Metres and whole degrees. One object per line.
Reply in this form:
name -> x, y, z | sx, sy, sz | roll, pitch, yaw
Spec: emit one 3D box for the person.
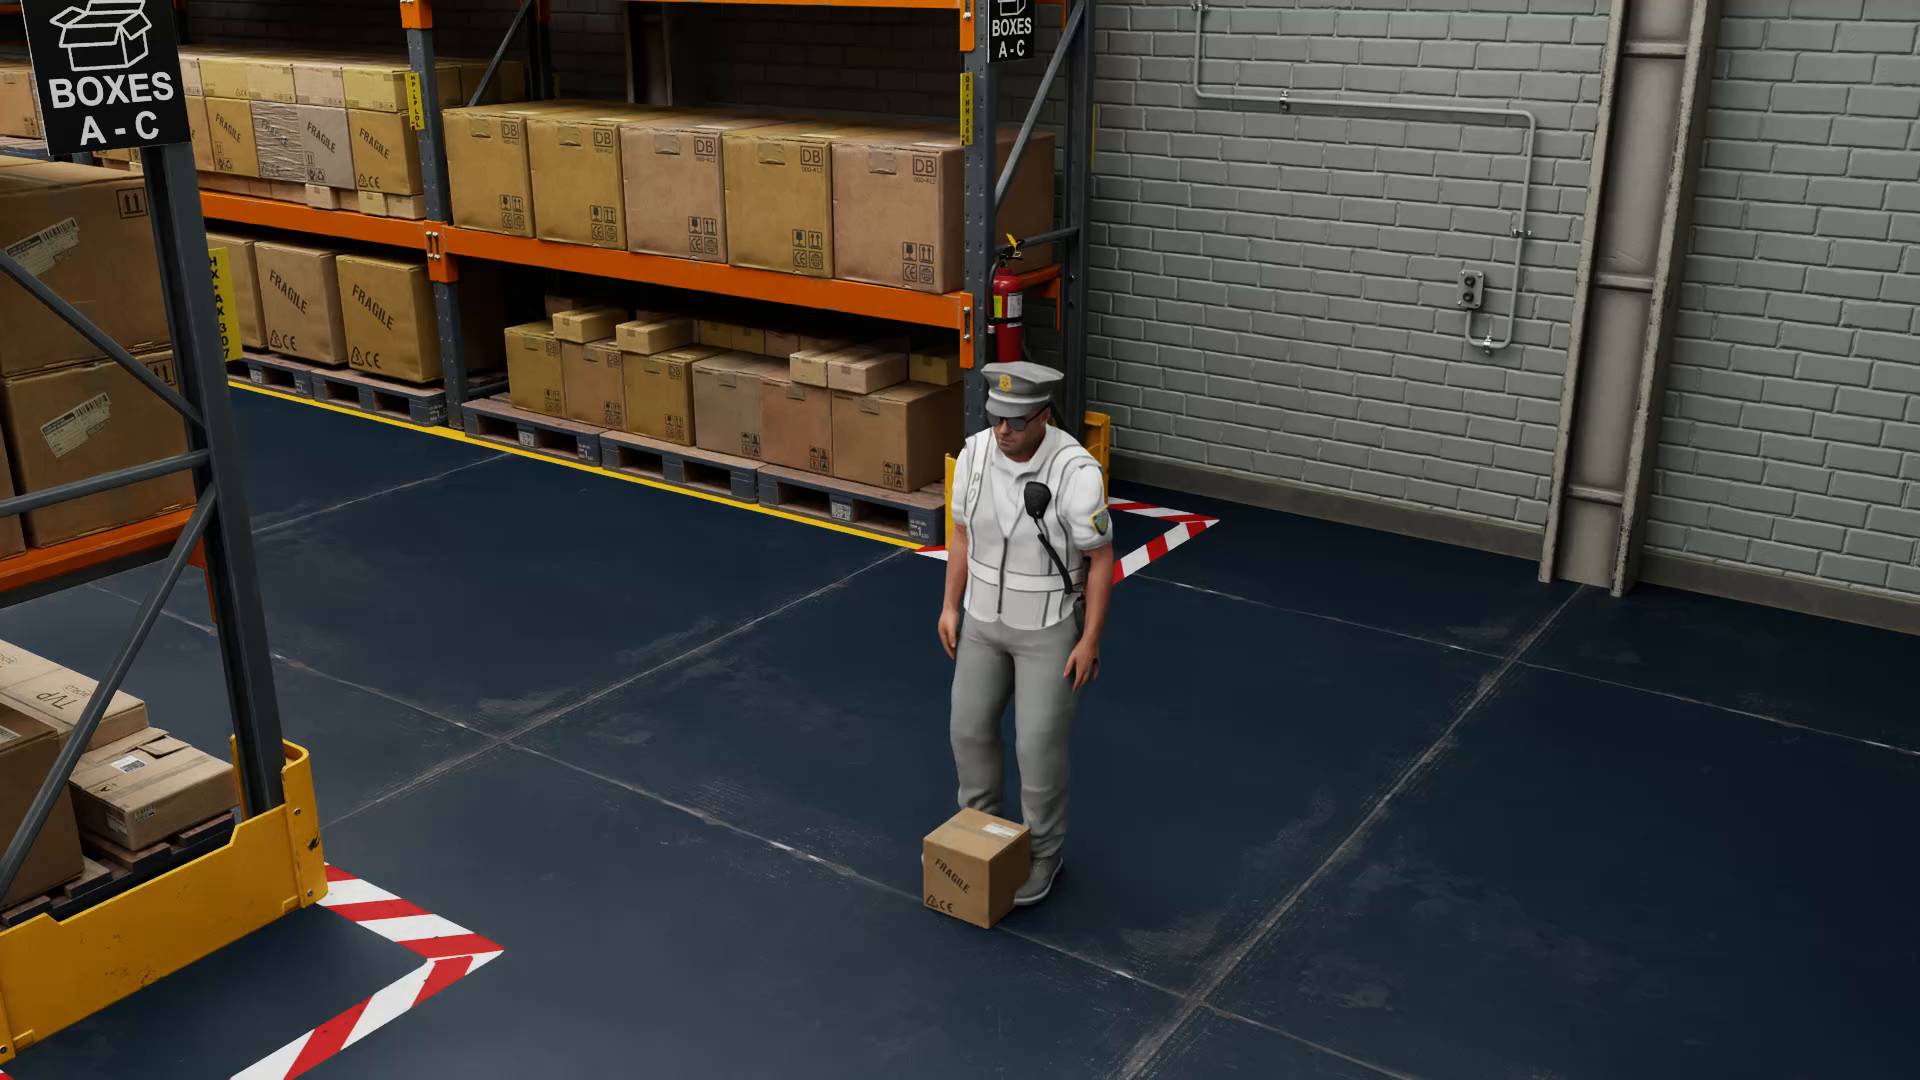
person -> 0.194, 0.272, 5.299 | 0.585, 1.747, 0.478 | 12, 23, 30
